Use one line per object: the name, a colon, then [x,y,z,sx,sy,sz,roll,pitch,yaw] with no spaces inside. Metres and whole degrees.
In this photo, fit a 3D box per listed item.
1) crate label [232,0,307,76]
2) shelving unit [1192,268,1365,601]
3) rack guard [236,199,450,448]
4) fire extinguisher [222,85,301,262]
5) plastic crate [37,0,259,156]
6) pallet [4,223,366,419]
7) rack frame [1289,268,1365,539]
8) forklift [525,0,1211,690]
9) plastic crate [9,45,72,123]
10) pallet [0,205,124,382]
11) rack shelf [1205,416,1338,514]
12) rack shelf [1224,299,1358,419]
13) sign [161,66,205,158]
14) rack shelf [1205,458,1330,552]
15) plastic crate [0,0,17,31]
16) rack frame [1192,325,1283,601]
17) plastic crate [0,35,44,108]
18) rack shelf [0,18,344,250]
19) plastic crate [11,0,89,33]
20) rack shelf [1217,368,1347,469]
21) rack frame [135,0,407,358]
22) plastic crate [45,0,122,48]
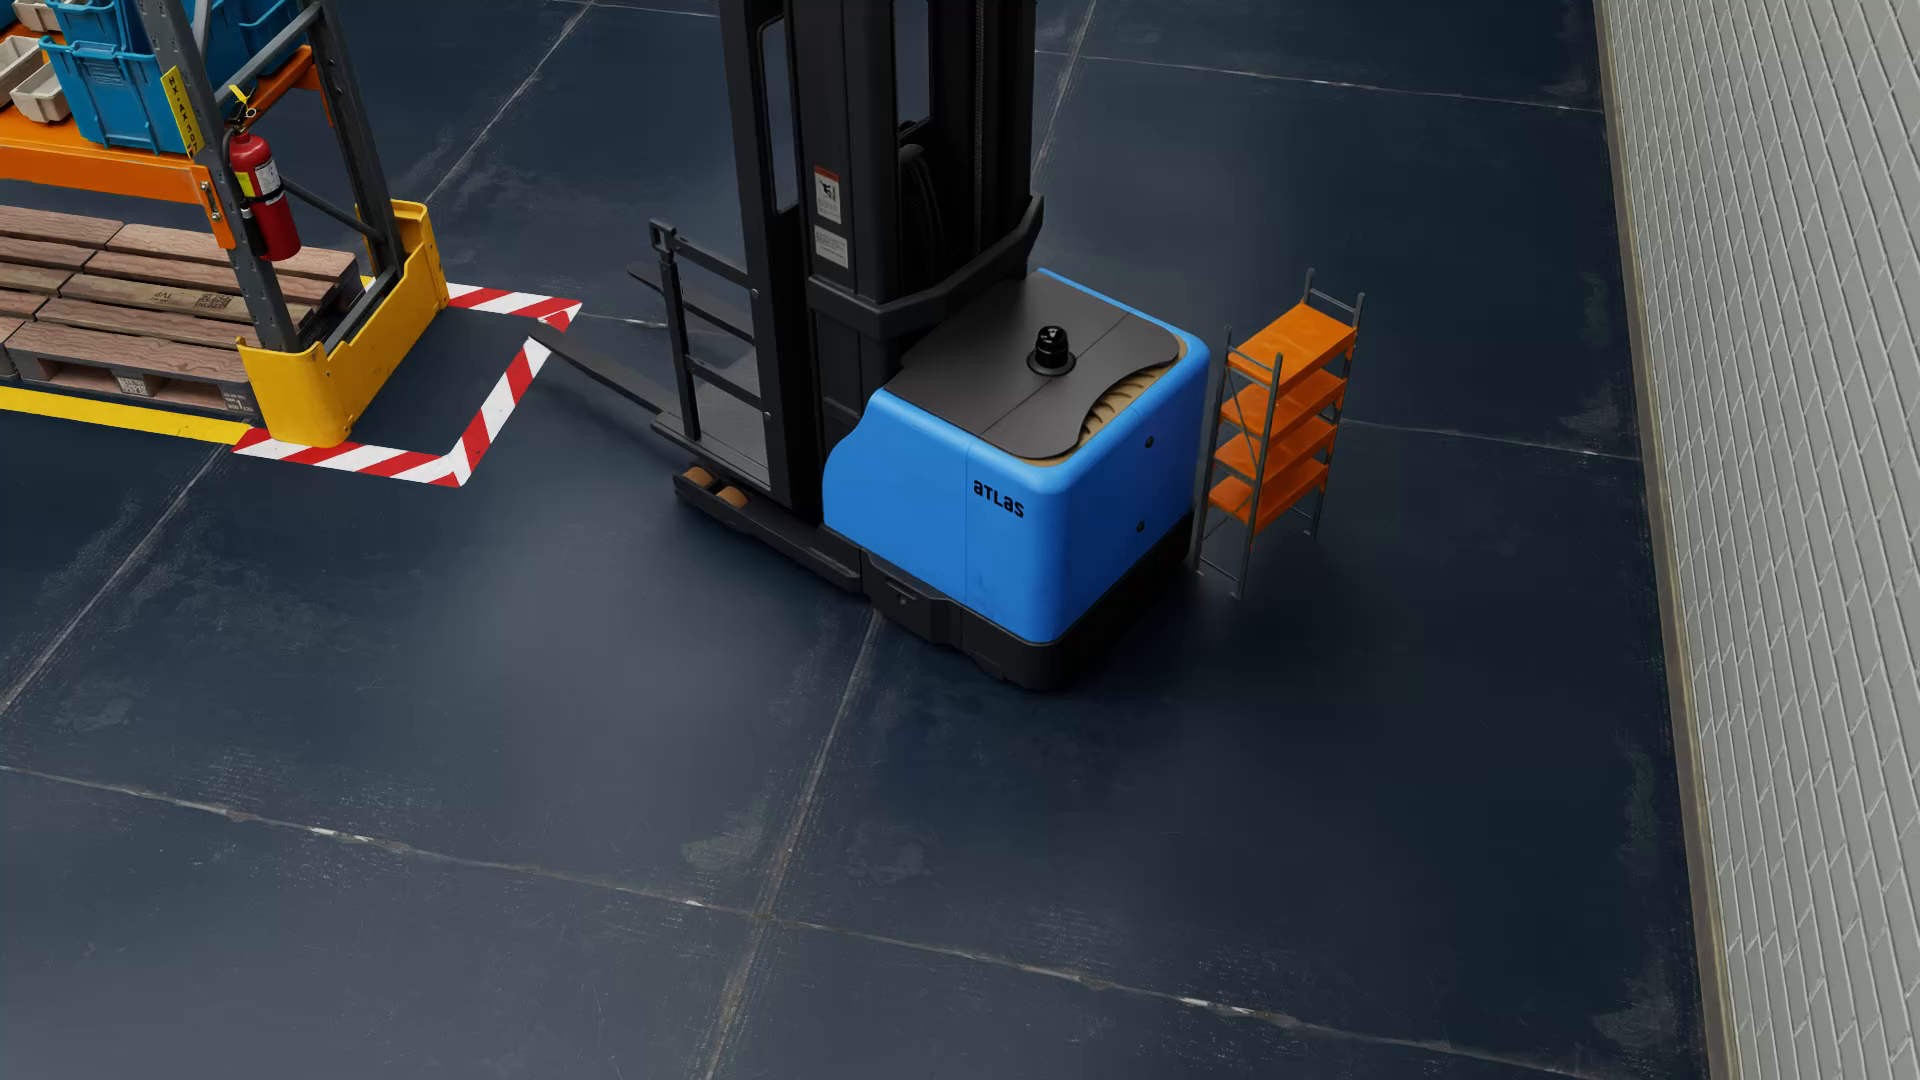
crate label: [-2.913,-2.105,6.851,0.303,0.233,0.416,9,45,9]
shelving unit: [1.184,-0.377,6.276,0.258,1.200,0.503,34,53,30]
rack guard: [-2.718,-0.988,7.416,0.348,0.500,1.175,9,45,9]
fire extinguisher: [-2.696,-1.391,6.356,0.183,0.674,0.296,9,45,9]
plastic crate: [-3.111,-1.842,6.432,0.499,0.435,0.616,9,45,9]
pallet: [-3.540,-1.030,7.668,1.213,0.211,1.003,9,45,9]
rack frame: [1.355,-0.498,6.402,0.240,1.200,0.015,34,53,30]
forklift: [-0.553,-1.365,6.055,3.031,2.935,1.130,29,51,27]
plastic crate: [-3.579,-1.811,6.615,0.243,0.136,0.396,9,45,9]
pallet: [-4.727,-1.216,7.861,1.213,0.211,1.003,9,45,9]
rack shelf: [1.185,-0.328,6.323,0.258,0.148,0.480,34,53,30]
rack shelf: [1.185,-0.660,6.004,0.258,0.148,0.480,34,53,30]
sign: [-2.848,-1.567,6.098,0.005,0.325,0.100,9,45,9]
rack shelf: [1.184,-0.185,6.460,0.258,0.148,0.480,34,53,30]
plastic crate: [-4.198,-2.304,7.058,0.300,0.233,0.416,9,45,9]
rack frame: [1.014,-0.256,6.150,0.240,1.200,0.015,34,53,30]
plastic crate: [-3.859,-1.864,6.671,0.243,0.136,0.396,9,45,9]
rack shelf: [-4.696,-1.927,7.108,4.000,0.370,1.077,9,45,9]
plastic crate: [-3.870,-2.277,7.100,0.298,0.136,0.250,9,45,9]
rack shelf: [1.185,-0.489,6.168,0.258,0.148,0.480,34,53,30]
rack frame: [-2.744,-1.883,6.543,0.127,3.000,1.000,9,45,9]
plastic crate: [-3.555,-2.204,6.955,0.300,0.233,0.416,9,45,9]
